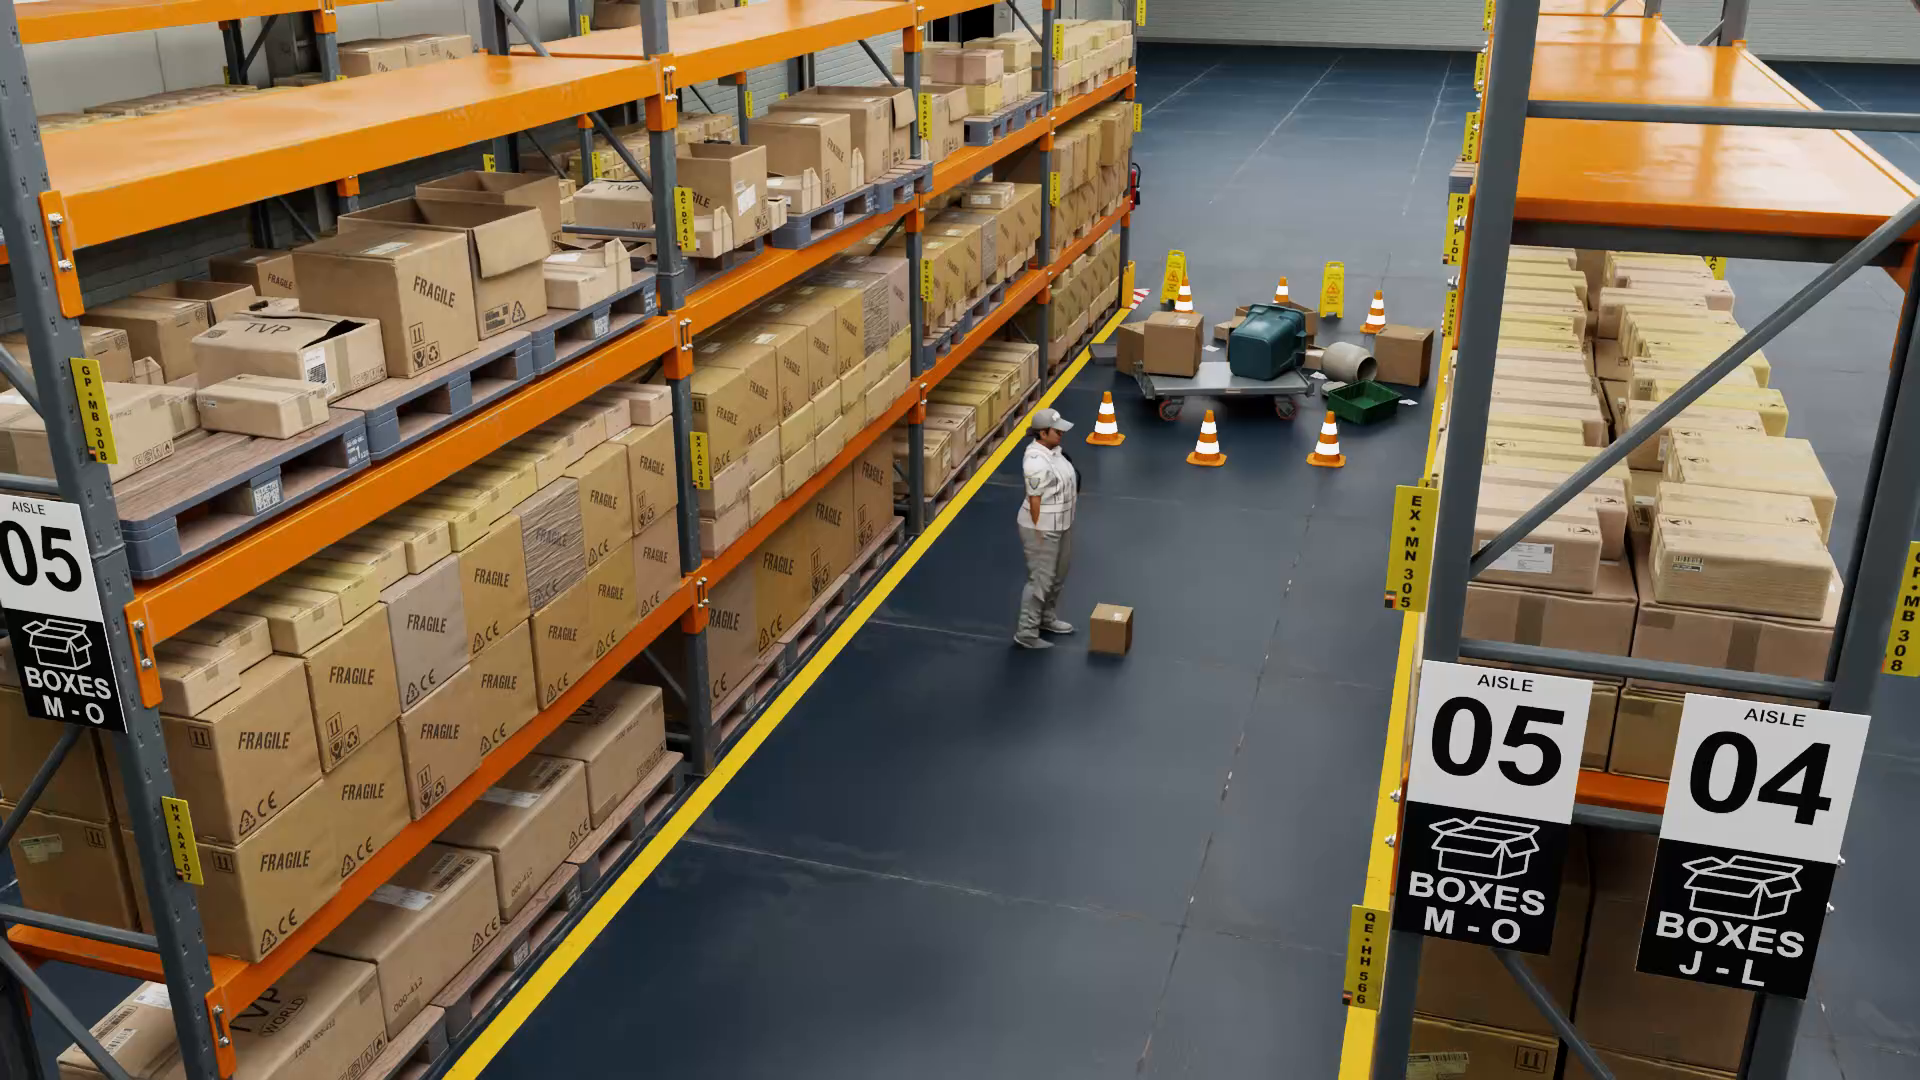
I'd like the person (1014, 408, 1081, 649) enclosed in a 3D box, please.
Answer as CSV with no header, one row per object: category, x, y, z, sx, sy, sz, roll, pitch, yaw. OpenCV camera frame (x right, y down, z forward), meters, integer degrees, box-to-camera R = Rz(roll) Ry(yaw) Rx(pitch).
person,0.597,-0.080,11.340,0.386,1.695,0.467,7,23,17
